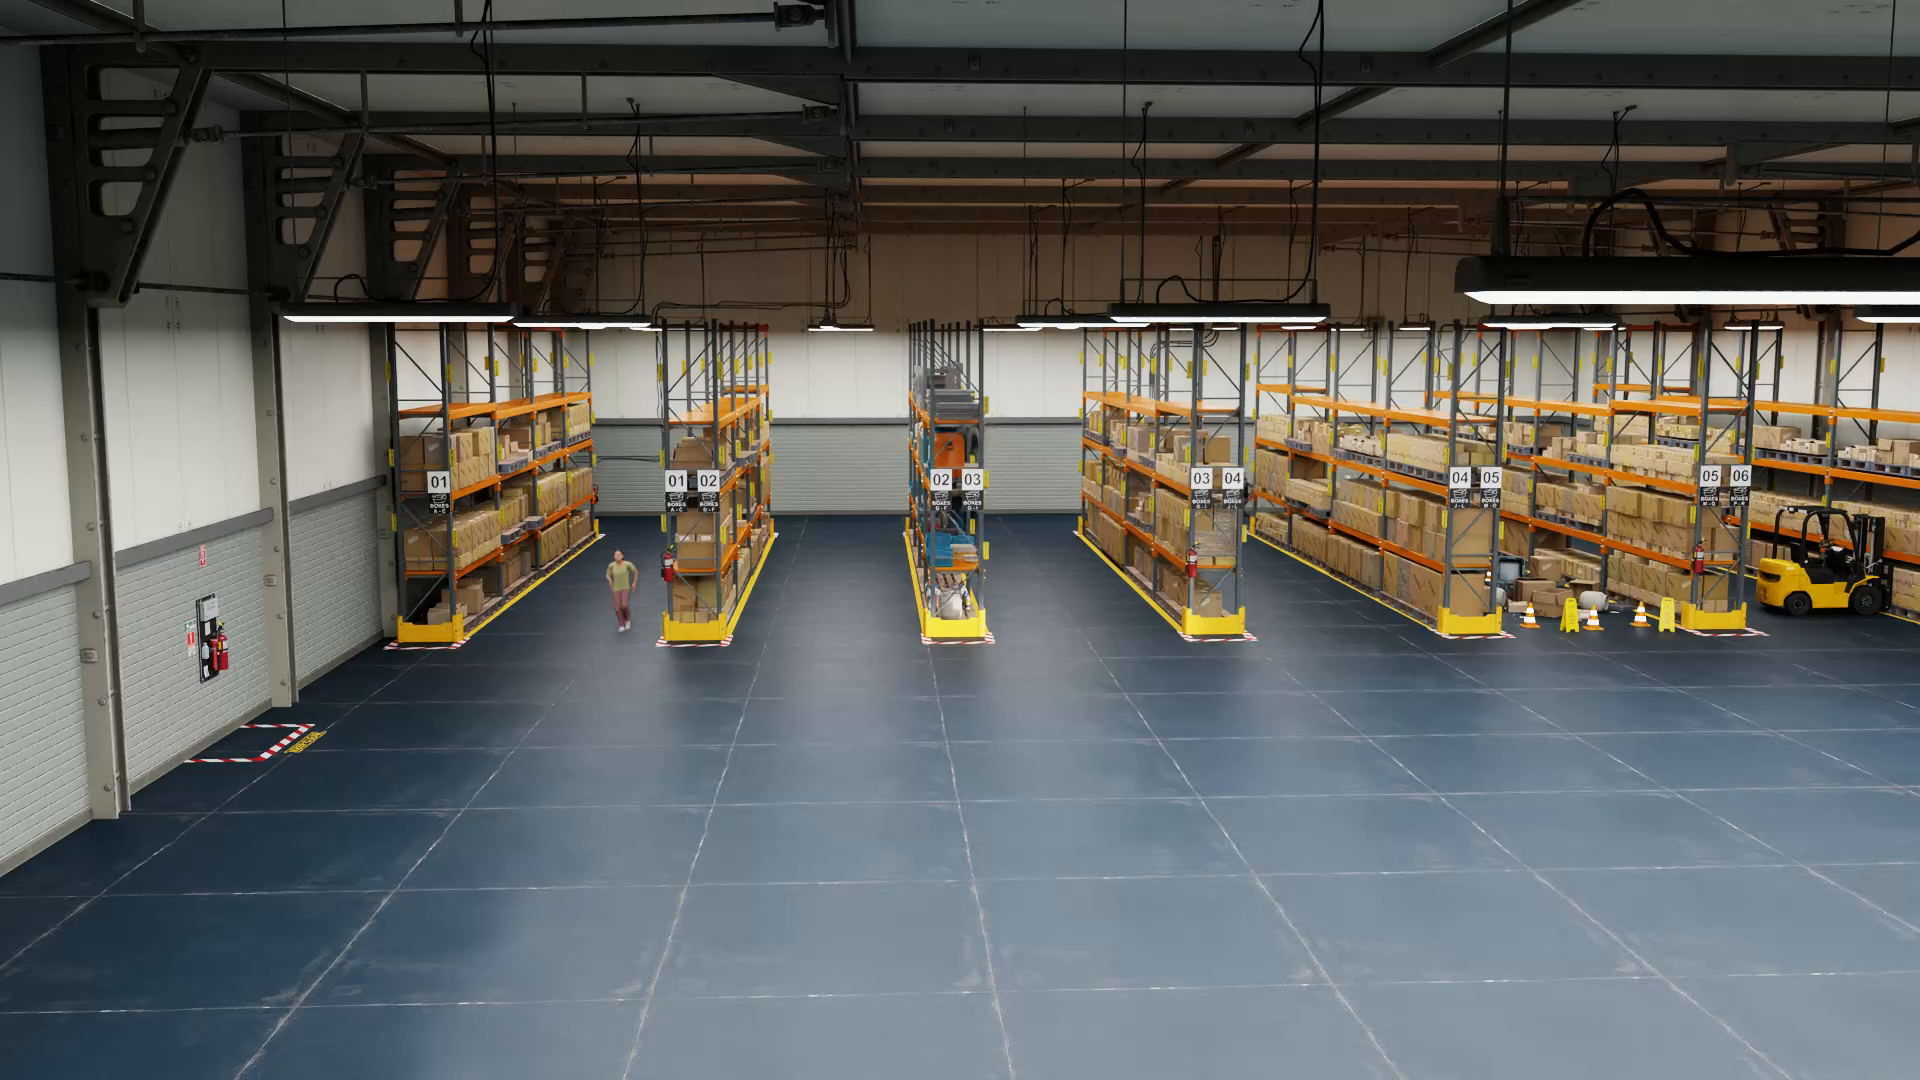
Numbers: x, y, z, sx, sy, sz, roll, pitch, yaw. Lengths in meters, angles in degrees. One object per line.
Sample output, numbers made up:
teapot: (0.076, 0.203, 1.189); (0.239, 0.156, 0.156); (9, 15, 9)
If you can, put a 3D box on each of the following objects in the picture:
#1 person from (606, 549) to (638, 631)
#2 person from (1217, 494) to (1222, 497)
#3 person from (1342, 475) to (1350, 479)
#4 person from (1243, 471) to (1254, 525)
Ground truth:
person: (-6.516, 0.969, 31.980); (0.587, 1.618, 0.663); (0, 7, 2)
person: (7.219, -0.937, 46.881); (0.717, 1.771, 0.833); (1, 7, 5)
person: (10.793, -0.905, 46.538); (0.660, 1.840, 0.733); (-2, 7, -15)
person: (8.378, -1.207, 49.269); (0.928, 1.735, 0.692); (-4, 8, -27)
